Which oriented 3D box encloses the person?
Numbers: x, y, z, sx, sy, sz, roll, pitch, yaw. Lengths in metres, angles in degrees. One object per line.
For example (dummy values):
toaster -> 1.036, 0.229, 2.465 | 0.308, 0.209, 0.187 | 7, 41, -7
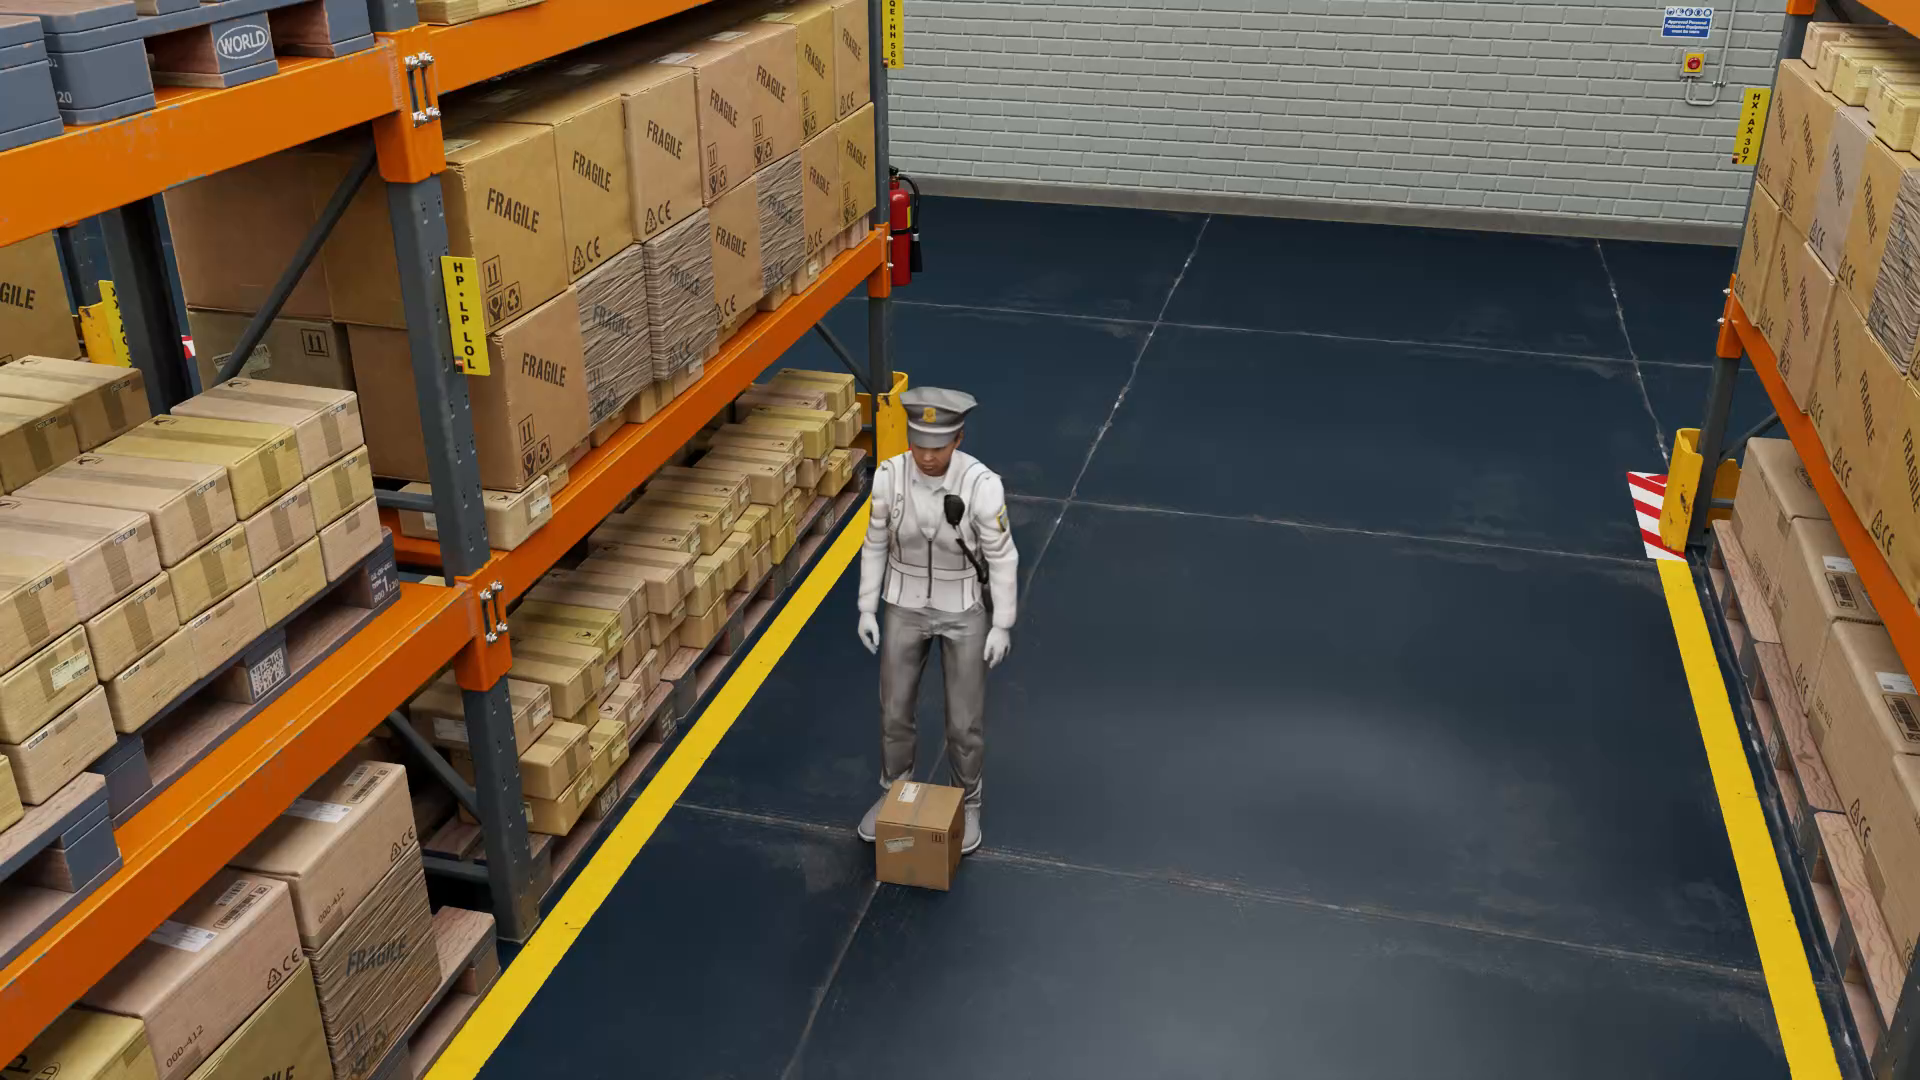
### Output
person -> -0.079, 0.265, 5.550 | 0.537, 1.663, 0.378 | 6, 26, 12
